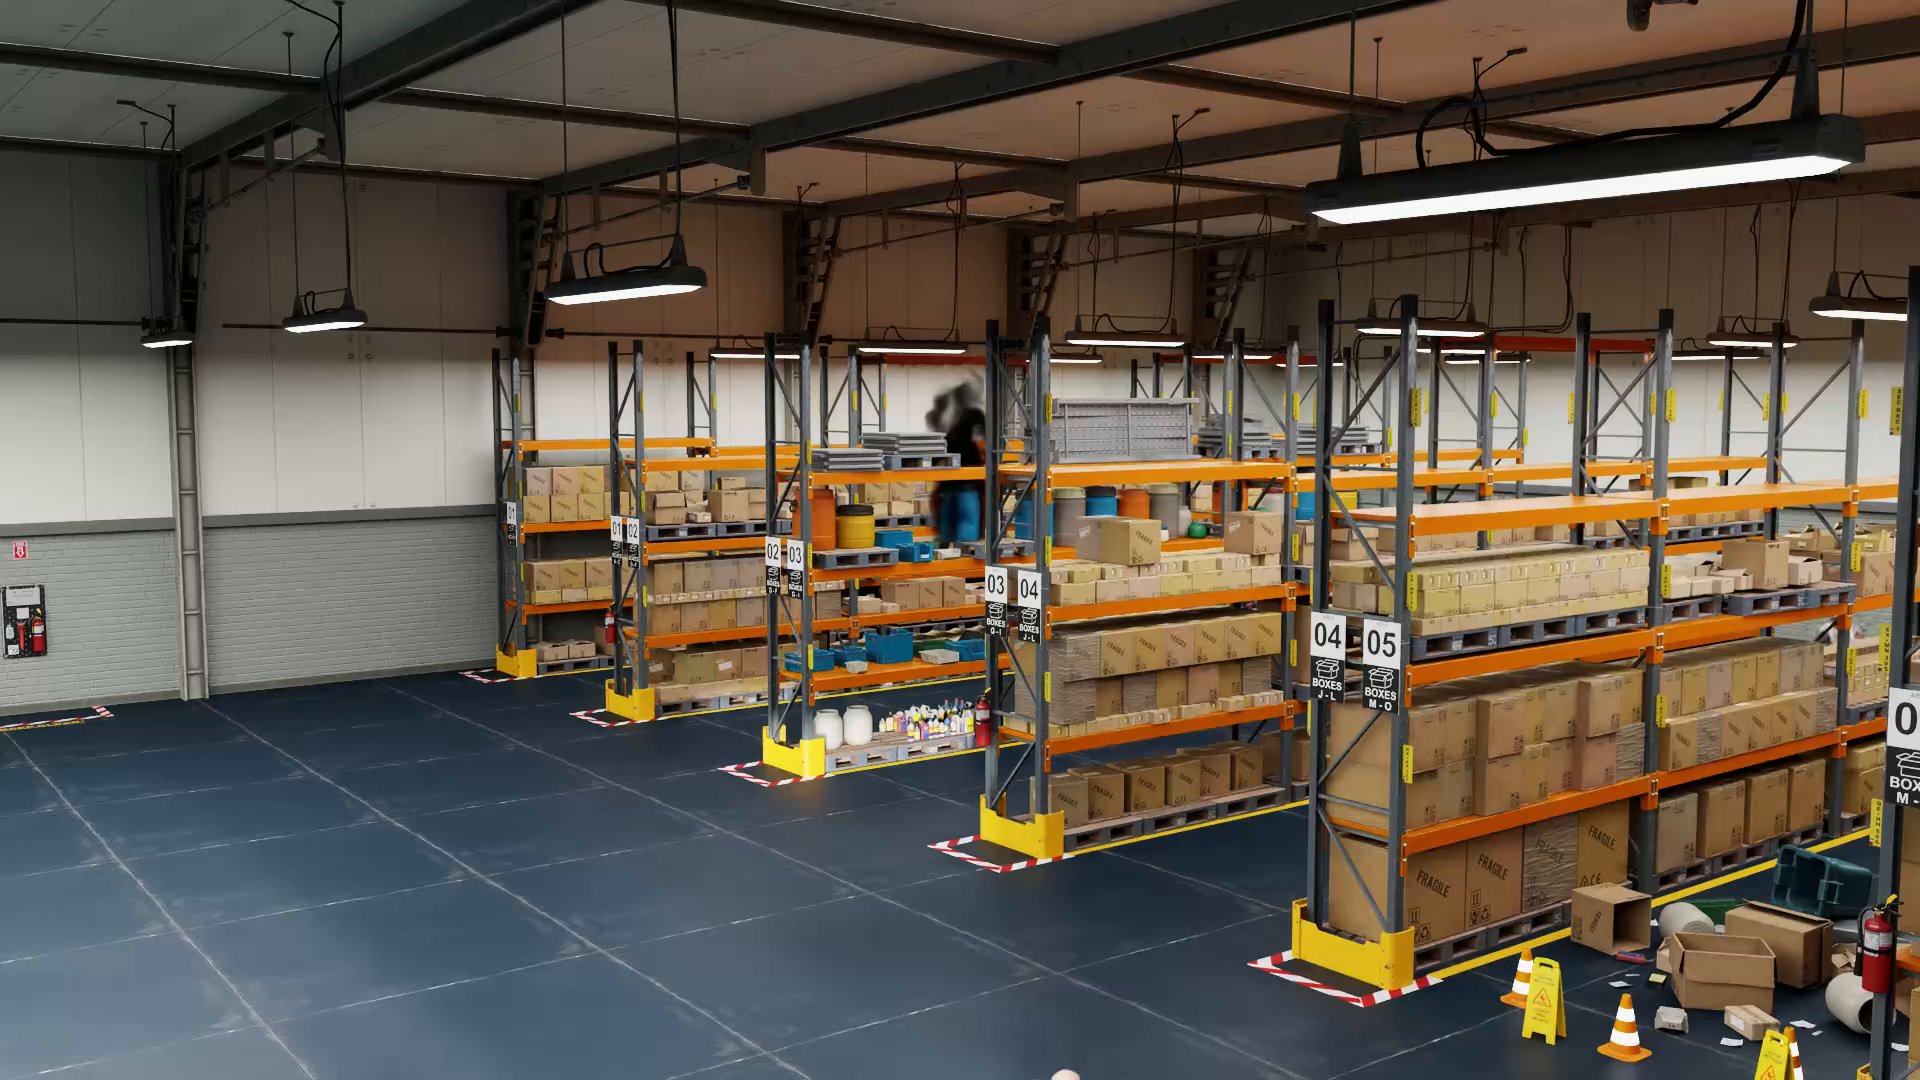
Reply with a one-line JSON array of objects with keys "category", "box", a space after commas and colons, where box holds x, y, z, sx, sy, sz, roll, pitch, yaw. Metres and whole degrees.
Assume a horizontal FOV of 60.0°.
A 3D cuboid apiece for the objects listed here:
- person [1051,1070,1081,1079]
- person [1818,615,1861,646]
[{"category": "person", "box": [0.520, 3.553, 8.455, 0.720, 1.745, 0.896, 1, 5, 12]}, {"category": "person", "box": [14.625, 1.919, 27.456, 0.821, 1.652, 0.533, 0, 5, 2]}]
